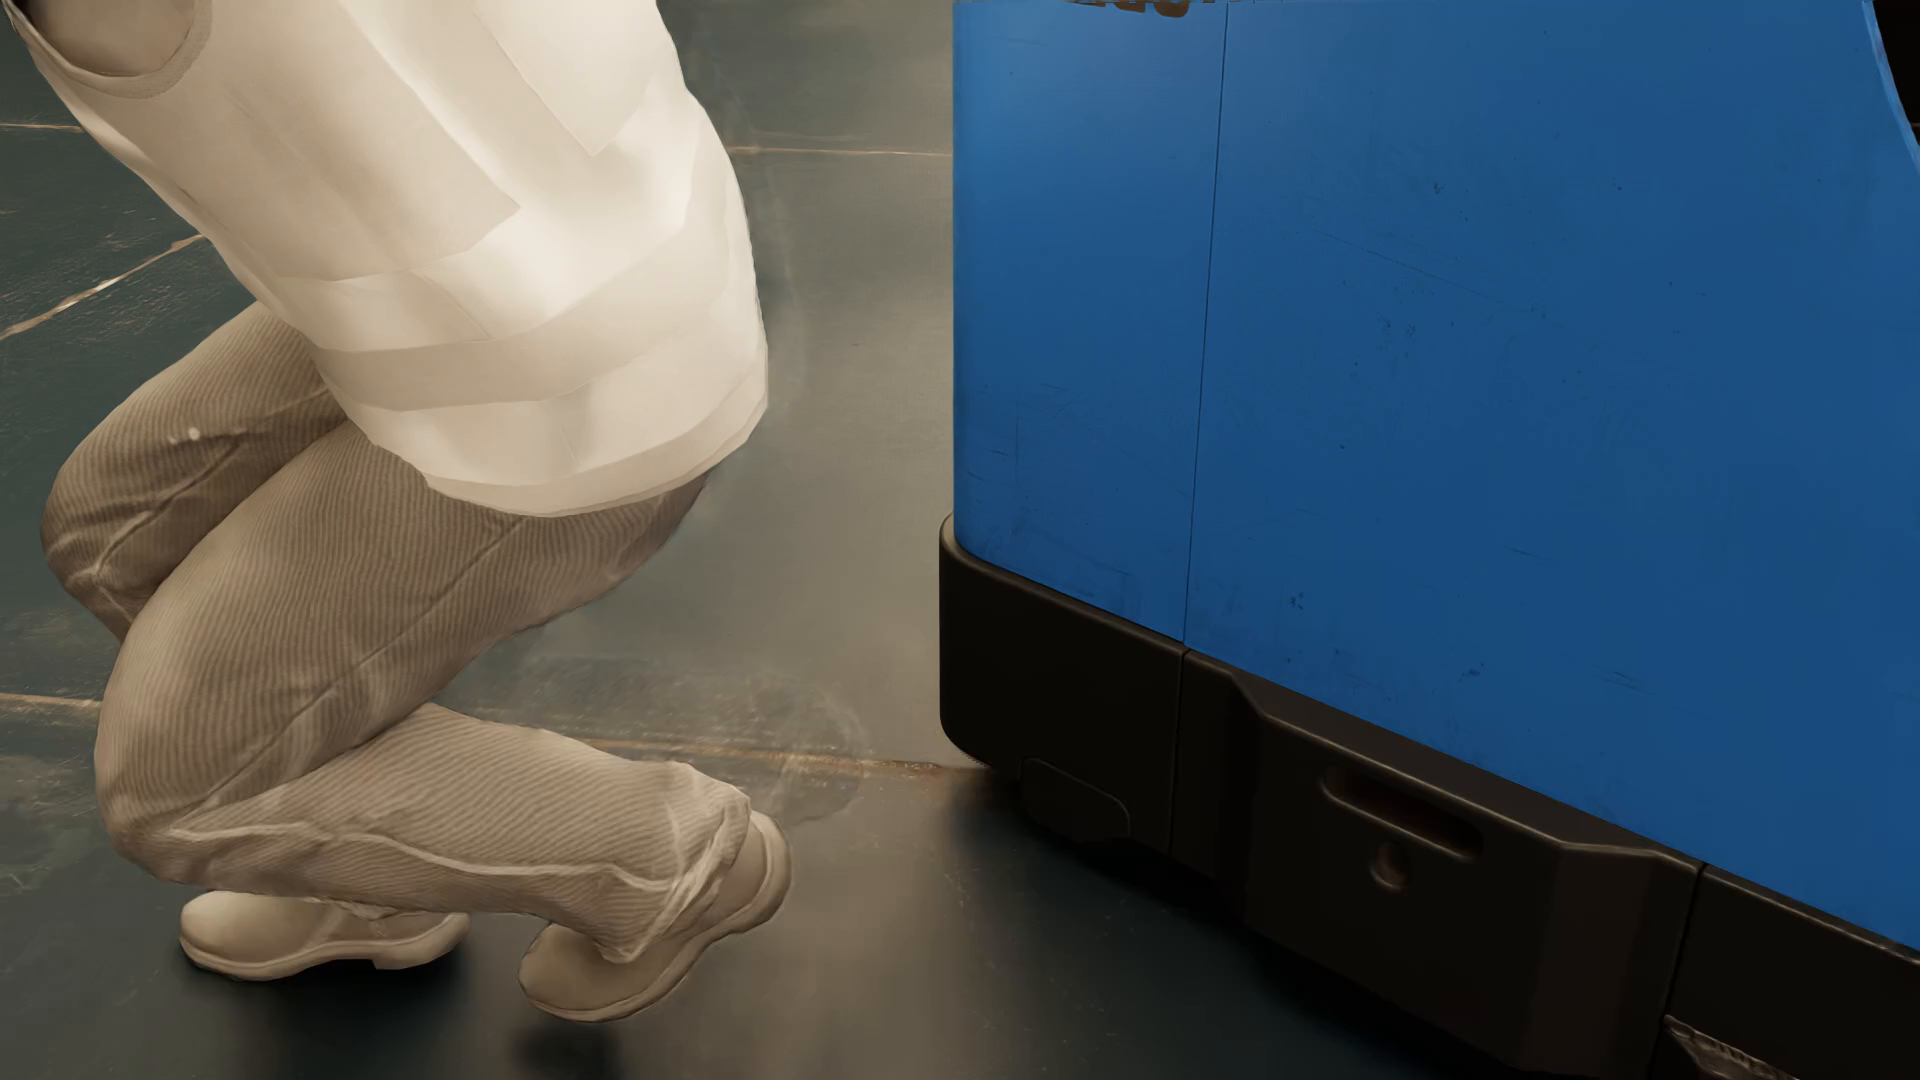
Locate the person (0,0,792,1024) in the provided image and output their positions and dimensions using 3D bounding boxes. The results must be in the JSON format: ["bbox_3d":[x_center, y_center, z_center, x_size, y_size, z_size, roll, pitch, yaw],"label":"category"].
[{"bbox_3d":[-0.668,-0.215,1.281,1.035,1.474,0.819,-2,27,-4],"label":"person"}]
